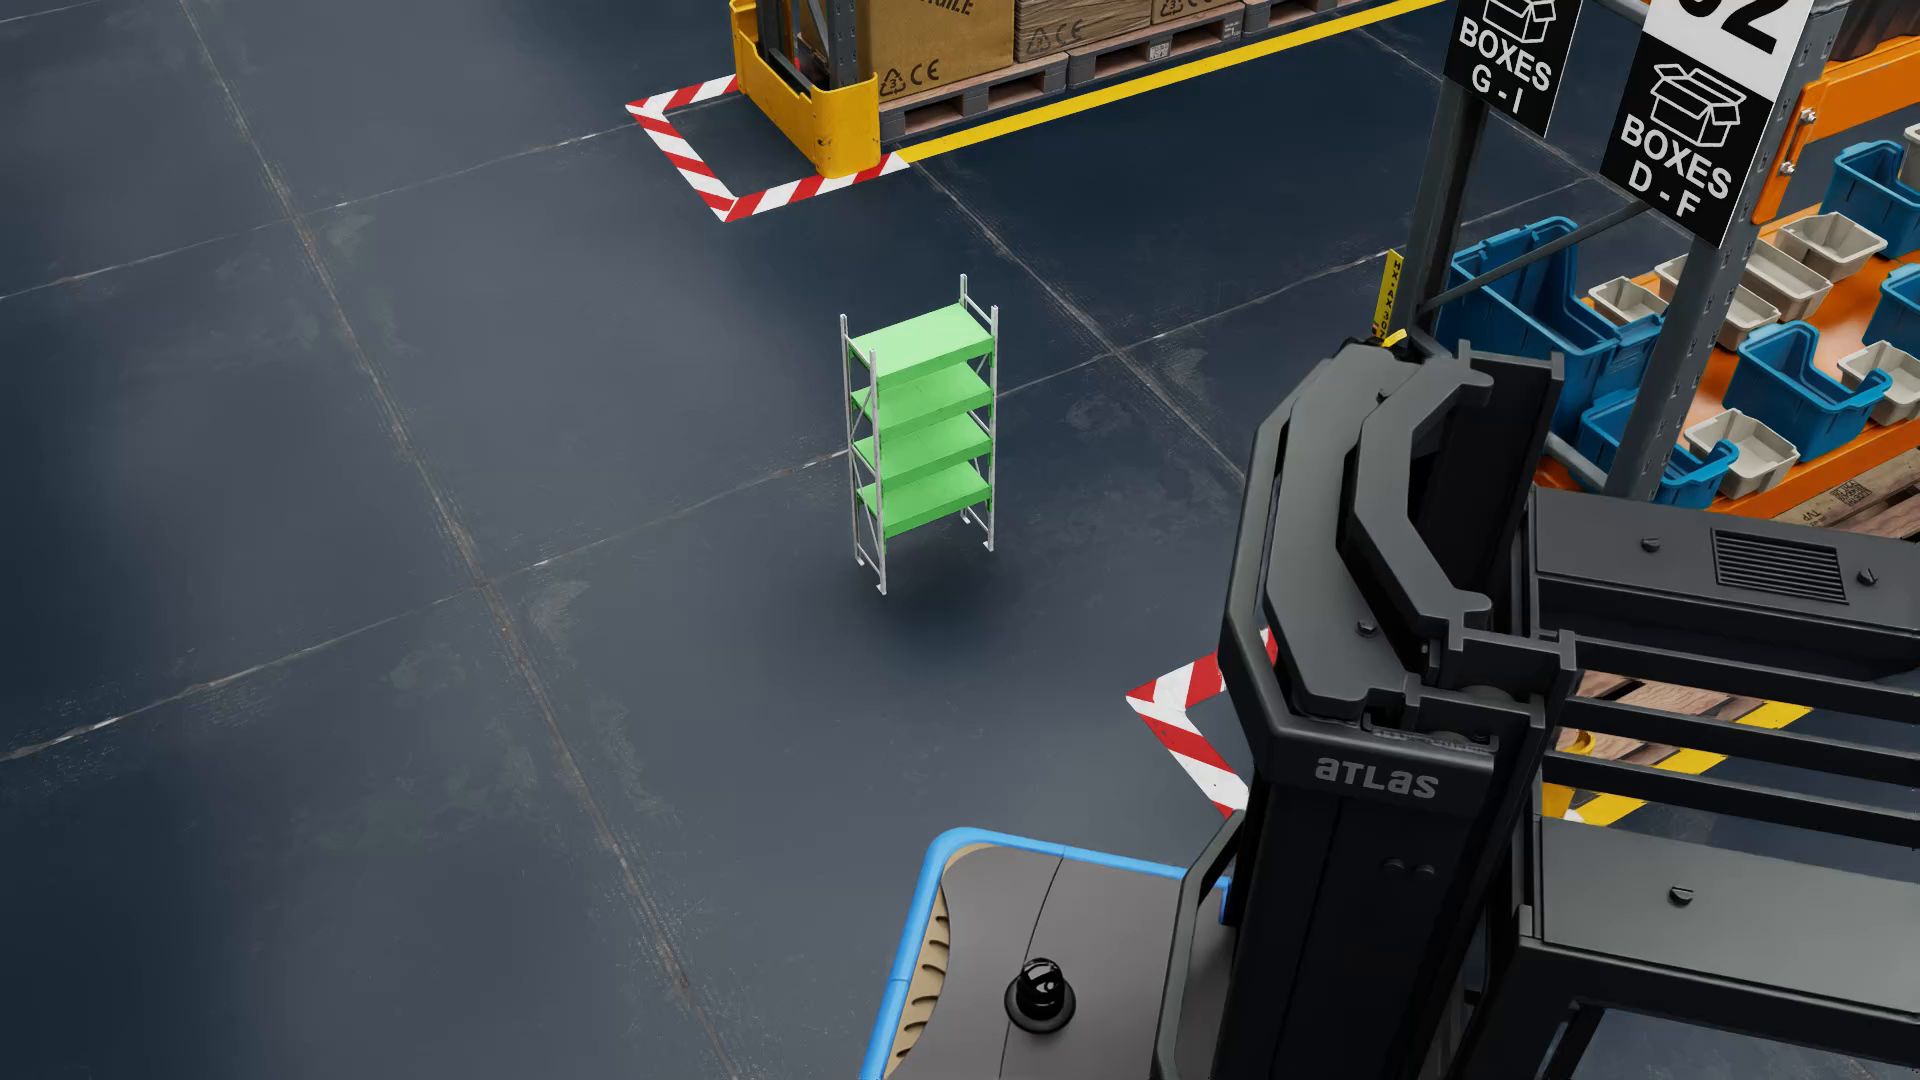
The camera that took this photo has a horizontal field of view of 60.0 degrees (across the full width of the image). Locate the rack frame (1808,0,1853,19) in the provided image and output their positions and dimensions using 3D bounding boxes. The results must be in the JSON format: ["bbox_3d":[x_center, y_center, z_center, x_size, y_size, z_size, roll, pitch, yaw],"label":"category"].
[{"bbox_3d":[1.652,-2.530,2.895,0.127,3.000,1.000,-22,48,-21],"label":"rack frame"}]

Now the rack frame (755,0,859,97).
[{"bbox_3d":[-0.815,-3.368,8.066,0.127,3.000,1.000,-22,48,-21],"label":"rack frame"}]

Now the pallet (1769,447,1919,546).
[{"bbox_3d":[3.443,-0.059,6.659,1.213,0.211,1.003,-22,48,-21],"label":"pallet"}]

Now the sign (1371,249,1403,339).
[{"bbox_3d":[1.364,-0.762,5.264,0.005,0.325,0.100,-22,48,-21],"label":"sign"}]

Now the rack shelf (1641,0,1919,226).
[{"bbox_3d":[3.386,-1.889,4.905,4.000,0.370,1.077,-22,48,-21],"label":"rack shelf"}]

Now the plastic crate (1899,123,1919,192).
[{"bbox_3d":[3.705,-1.325,6.004,0.530,0.282,0.437,-22,48,-21],"label":"plastic crate"}]

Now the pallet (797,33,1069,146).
[{"bbox_3d":[-0.161,-2.692,9.372,1.213,0.211,1.003,-22,48,-21],"label":"pallet"}]

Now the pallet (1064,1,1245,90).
[{"bbox_3d":[0.895,-3.112,9.805,1.213,0.211,1.003,-22,48,-21],"label":"pallet"}]

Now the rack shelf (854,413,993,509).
[{"bbox_3d":[-0.144,-0.327,6.317,0.480,0.148,0.258,-22,48,-21],"label":"rack shelf"}]

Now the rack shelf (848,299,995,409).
[{"bbox_3d":[-0.144,-0.672,5.983,0.480,0.148,0.258,-22,48,-21],"label":"rack shelf"}]

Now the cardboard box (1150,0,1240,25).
[{"bbox_3d":[1.260,-3.651,9.582,0.875,0.875,0.875,-22,48,-21],"label":"cardboard box"}]

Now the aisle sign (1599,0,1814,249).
[{"bbox_3d":[1.738,-1.105,3.868,0.004,0.787,0.394,-22,48,-21],"label":"aisle sign"}]

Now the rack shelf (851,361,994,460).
[{"bbox_3d":[-0.144,-0.500,6.150,0.480,0.148,0.258,-22,48,-21],"label":"rack shelf"}]

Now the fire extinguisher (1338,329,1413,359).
[{"bbox_3d":[1.295,-0.437,5.370,0.183,0.674,0.296,-22,48,-21],"label":"fire extinguisher"}]

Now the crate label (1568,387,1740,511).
[{"bbox_3d":[2.030,-0.225,4.905,0.303,0.233,0.416,-22,48,-21],"label":"crate label"}]

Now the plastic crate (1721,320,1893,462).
[{"bbox_3d":[2.601,-0.453,5.141,0.300,0.233,0.416,-22,48,-21],"label":"plastic crate"}]

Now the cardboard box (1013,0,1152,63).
[{"bbox_3d":[0.489,-3.342,9.264,0.875,0.875,0.875,-22,48,-21],"label":"cardboard box"}]

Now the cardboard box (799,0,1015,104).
[{"bbox_3d":[-0.300,-3.026,8.939,0.875,0.875,0.875,-22,48,-21],"label":"cardboard box"}]

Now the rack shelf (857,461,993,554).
[{"bbox_3d":[-0.144,-0.155,6.485,0.480,0.148,0.258,-22,48,-21],"label":"rack shelf"}]

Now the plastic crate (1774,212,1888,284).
[{"bbox_3d":[3.004,-1.013,5.786,0.250,0.136,0.298,-22,48,-21],"label":"plastic crate"}]

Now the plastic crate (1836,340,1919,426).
[{"bbox_3d":[2.938,-0.487,5.244,0.298,0.136,0.250,-22,48,-21],"label":"plastic crate"}]

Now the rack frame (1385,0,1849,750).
[{"bbox_3d":[1.652,-0.377,4.984,0.127,3.000,1.000,-22,48,-21],"label":"rack frame"}]

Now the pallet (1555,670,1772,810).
[{"bbox_3d":[2.386,0.361,6.226,1.213,0.211,1.003,-22,48,-21],"label":"pallet"}]

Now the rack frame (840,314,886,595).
[{"bbox_3d":[-0.355,-0.288,6.186,0.015,1.200,0.240,-22,48,-21],"label":"rack frame"}]

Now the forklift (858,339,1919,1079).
[{"bbox_3d":[1.279,1.036,3.578,3.031,2.935,1.130,9,45,10],"label":"forklift"}]

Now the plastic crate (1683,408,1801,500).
[{"bbox_3d":[2.349,-0.252,5.002,0.298,0.136,0.250,-22,48,-21],"label":"plastic crate"}]

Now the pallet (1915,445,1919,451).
[{"bbox_3d":[4.502,-0.485,7.099,1.213,0.211,1.003,-22,48,-21],"label":"pallet"}]

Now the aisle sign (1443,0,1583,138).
[{"bbox_3d":[1.444,-1.462,4.236,0.004,0.787,0.394,-22,48,-21],"label":"aisle sign"}]

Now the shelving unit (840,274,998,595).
[{"bbox_3d":[-0.144,-0.373,6.273,0.503,1.200,0.258,-22,48,-21],"label":"shelving unit"}]

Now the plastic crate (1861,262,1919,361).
[{"bbox_3d":[3.172,-0.682,5.376,0.300,0.233,0.416,-22,48,-21],"label":"plastic crate"}]

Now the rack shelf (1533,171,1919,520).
[{"bbox_3d":[3.386,-0.812,5.950,4.000,0.370,1.077,-22,48,-21],"label":"rack shelf"}]

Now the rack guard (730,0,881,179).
[{"bbox_3d":[-0.836,-2.462,8.928,0.348,0.500,1.175,-22,48,-21],"label":"rack guard"}]

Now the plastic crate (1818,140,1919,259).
[{"bbox_3d":[3.305,-1.206,5.916,0.300,0.233,0.416,-22,48,-21],"label":"plastic crate"}]

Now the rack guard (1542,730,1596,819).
[{"bbox_3d":[1.638,0.536,5.838,0.348,0.500,1.175,-22,48,-21],"label":"rack guard"}]

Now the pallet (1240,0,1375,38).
[{"bbox_3d":[1.955,-3.538,10.244,1.213,0.211,1.003,-22,48,-21],"label":"pallet"}]

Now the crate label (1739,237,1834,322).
[{"bbox_3d":[2.757,-0.899,5.669,0.243,0.136,0.396,-22,48,-21],"label":"crate label"}]

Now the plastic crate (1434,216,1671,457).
[{"bbox_3d":[1.849,-0.640,5.187,0.499,0.435,0.616,-22,48,-21],"label":"plastic crate"}]

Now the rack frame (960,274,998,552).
[{"bbox_3d":[0.068,-0.458,6.360,0.015,1.200,0.240,-22,48,-21],"label":"rack frame"}]

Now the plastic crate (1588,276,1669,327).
[{"bbox_3d":[2.269,-0.696,5.460,0.243,0.136,0.396,-22,48,-21],"label":"plastic crate"}]

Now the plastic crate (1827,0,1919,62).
[{"bbox_3d":[2.125,-1.372,3.949,0.590,0.269,0.497,-22,48,-21],"label":"plastic crate"}]

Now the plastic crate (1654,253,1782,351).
[{"bbox_3d":[2.527,-0.788,5.554,0.243,0.136,0.396,-22,48,-21],"label":"plastic crate"}]
